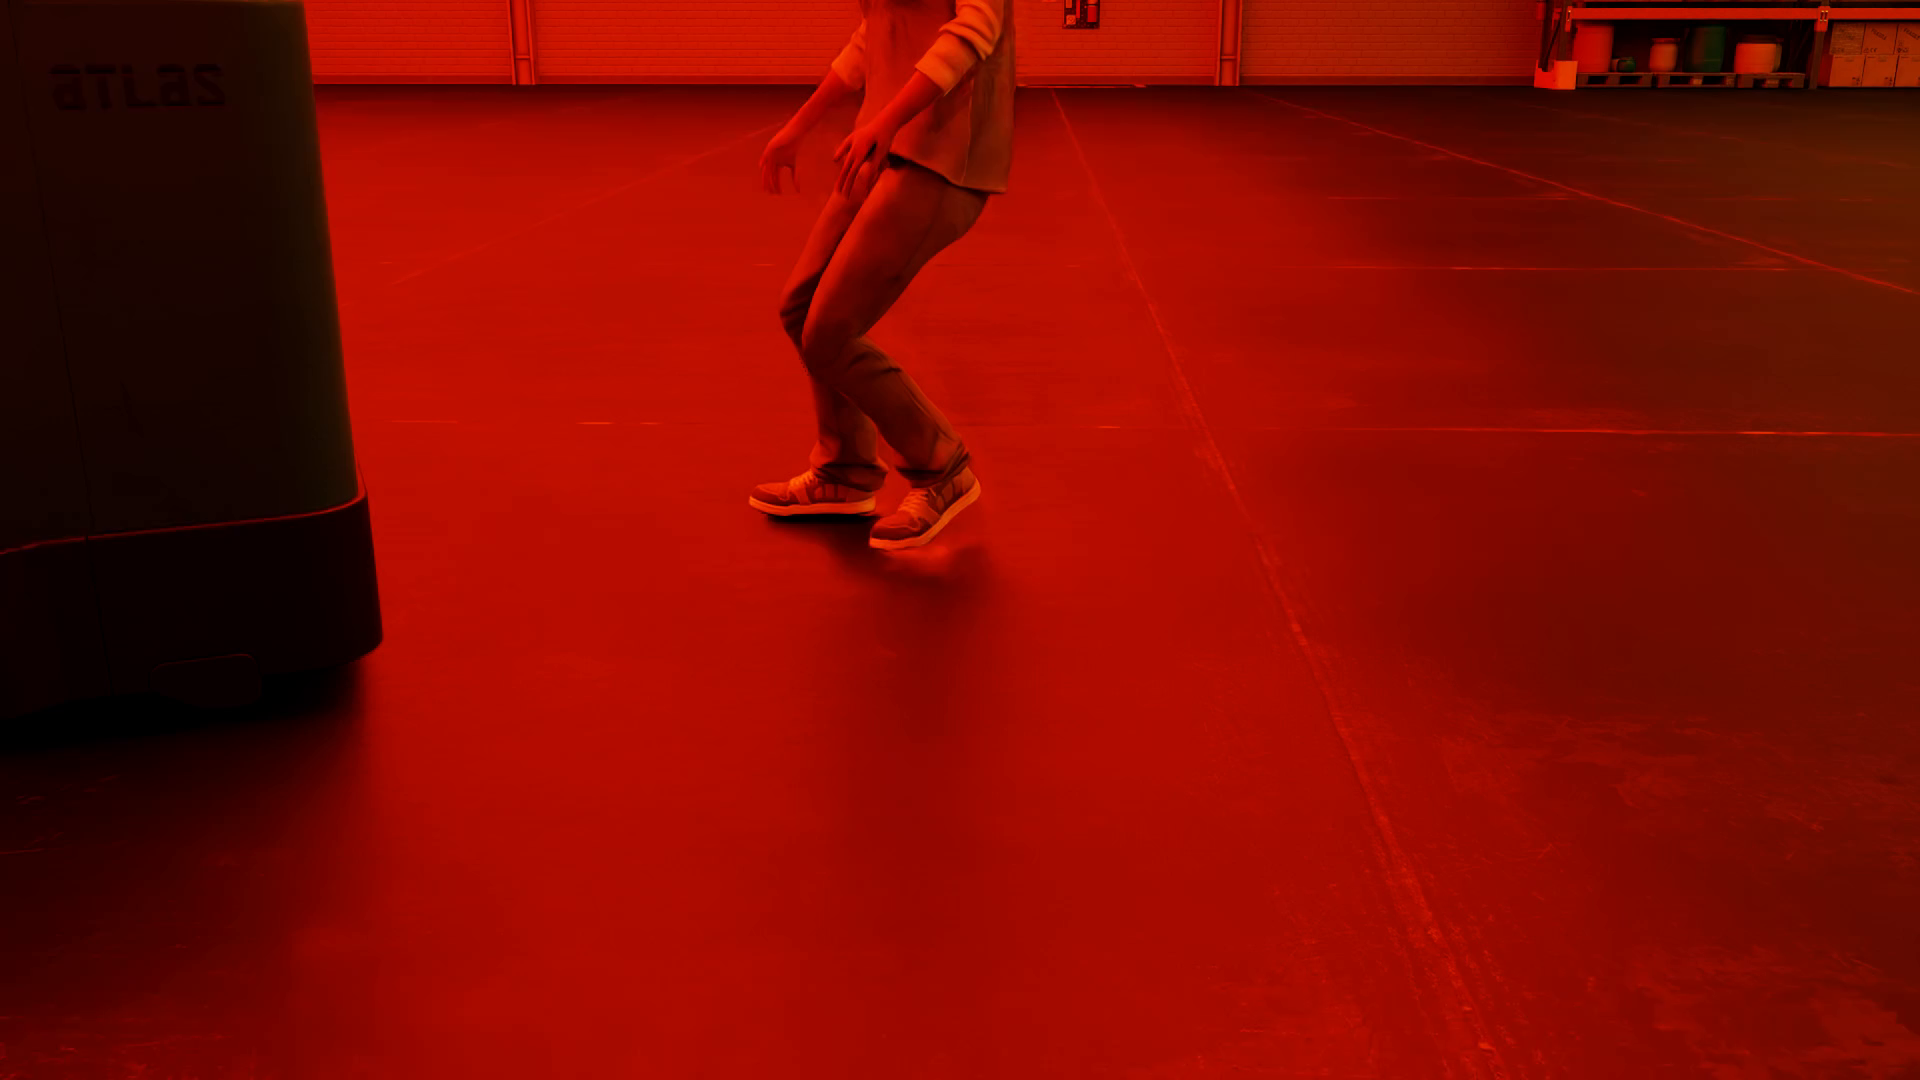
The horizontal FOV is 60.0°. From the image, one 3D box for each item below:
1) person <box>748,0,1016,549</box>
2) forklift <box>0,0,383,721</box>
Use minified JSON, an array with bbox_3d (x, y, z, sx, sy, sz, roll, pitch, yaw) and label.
[{"bbox_3d":[-0.155,-0.716,3.115,0.460,1.512,0.640,-5,18,-15],"label":"person"},{"bbox_3d":[-2.473,-1.118,2.031,3.031,2.935,1.130,-7,19,-22],"label":"forklift"}]
